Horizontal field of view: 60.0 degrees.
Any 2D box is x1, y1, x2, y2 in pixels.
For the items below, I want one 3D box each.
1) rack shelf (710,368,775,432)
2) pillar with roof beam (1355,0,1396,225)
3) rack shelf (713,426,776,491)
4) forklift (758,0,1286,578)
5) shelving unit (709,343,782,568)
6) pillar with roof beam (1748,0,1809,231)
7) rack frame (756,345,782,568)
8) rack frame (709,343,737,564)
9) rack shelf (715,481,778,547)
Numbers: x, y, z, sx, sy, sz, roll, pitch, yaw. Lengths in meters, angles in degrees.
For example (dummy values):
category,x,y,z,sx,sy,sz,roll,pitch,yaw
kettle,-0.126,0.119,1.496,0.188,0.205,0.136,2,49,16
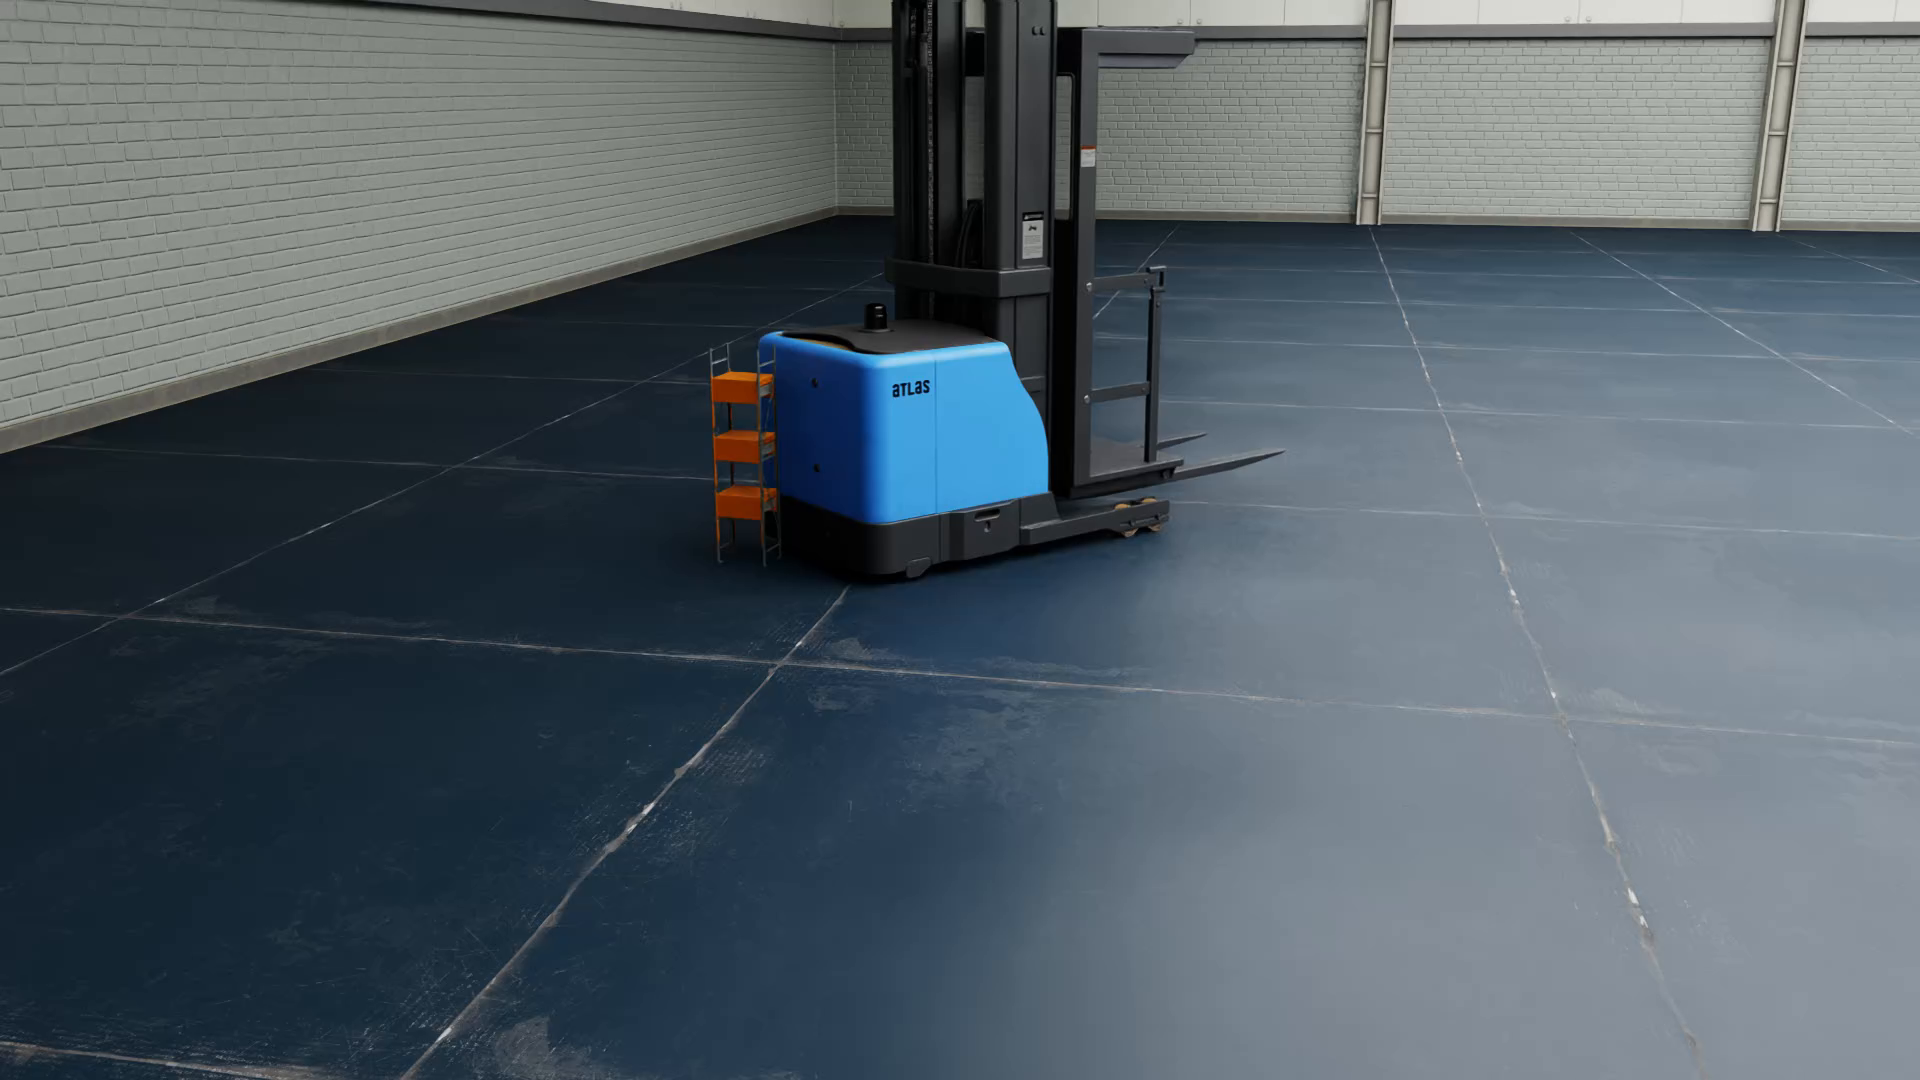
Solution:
category,x,y,z,sx,sy,sz,roll,pitch,yaw
rack shelf,-1.029,-0.669,7.917,0.240,0.259,0.215,5,16,17
pillar with roof beam,5.782,-8.357,21.803,0.400,9.000,9.100,3,16,11
rack shelf,-1.029,-0.396,7.993,0.240,0.259,0.215,5,16,17
forklift,0.471,-1.531,8.529,3.031,2.935,1.130,-12,19,-37
shelving unit,-1.029,-0.406,7.990,0.252,1.050,0.215,5,16,17
pillar with roof beam,11.662,-8.037,20.650,0.400,9.000,9.100,3,16,11
rack frame,-0.913,-0.396,7.954,0.008,1.050,0.200,5,16,17
rack frame,-1.144,-0.416,8.027,0.008,1.050,0.200,5,16,17
rack shelf,-1.029,-0.128,8.067,0.240,0.259,0.215,5,16,17
